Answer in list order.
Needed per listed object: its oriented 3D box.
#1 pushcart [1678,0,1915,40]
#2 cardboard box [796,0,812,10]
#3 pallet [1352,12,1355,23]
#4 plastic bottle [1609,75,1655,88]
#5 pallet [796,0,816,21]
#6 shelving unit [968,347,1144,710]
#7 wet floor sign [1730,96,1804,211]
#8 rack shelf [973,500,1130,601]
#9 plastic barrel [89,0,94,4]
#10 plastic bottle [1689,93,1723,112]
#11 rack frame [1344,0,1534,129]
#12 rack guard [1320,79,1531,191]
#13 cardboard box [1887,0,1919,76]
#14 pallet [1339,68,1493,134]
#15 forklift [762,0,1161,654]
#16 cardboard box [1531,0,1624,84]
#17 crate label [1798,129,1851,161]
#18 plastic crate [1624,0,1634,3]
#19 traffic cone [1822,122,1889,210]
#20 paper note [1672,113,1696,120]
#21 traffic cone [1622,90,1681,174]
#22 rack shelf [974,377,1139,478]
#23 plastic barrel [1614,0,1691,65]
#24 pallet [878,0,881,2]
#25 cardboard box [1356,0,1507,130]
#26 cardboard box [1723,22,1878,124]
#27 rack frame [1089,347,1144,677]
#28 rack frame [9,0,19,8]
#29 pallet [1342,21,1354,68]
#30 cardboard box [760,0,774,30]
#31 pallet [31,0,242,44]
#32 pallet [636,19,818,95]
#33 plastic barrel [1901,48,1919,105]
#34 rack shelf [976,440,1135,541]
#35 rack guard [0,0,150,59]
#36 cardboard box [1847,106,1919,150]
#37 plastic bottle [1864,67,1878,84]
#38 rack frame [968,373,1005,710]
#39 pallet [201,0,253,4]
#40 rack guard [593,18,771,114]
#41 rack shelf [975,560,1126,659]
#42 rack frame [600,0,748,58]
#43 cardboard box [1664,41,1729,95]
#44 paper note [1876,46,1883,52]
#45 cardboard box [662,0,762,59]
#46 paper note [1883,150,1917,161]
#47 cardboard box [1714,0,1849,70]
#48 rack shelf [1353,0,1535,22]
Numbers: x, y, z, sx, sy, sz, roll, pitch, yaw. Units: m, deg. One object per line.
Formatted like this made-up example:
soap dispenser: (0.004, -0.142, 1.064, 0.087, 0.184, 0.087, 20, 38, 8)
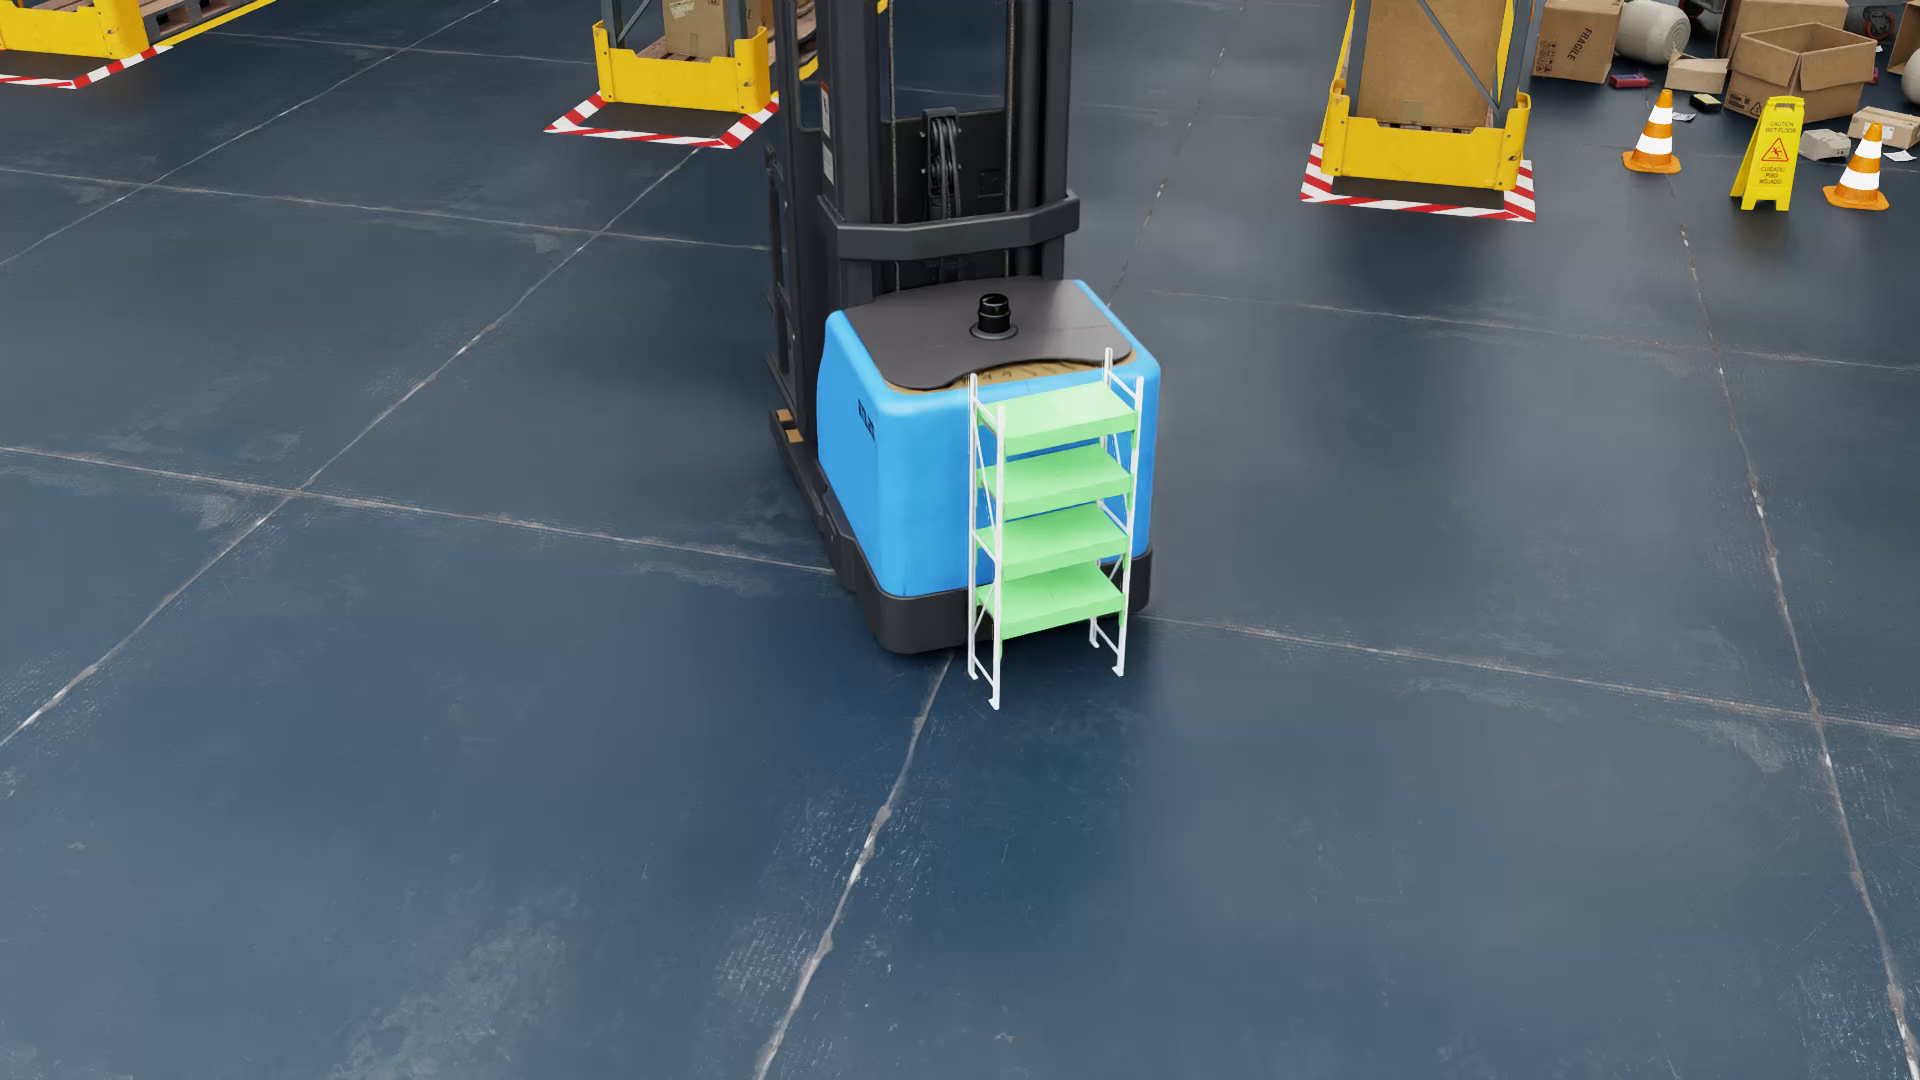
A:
pushcart: (6.459, -4.189, 12.988, 1.648, 0.377, 0.936, -3, 33, -4)
cardboard box: (-1.454, -4.366, 12.761, 0.500, 0.500, 0.500, 11, 34, 17)
pallet: (3.594, -4.072, 12.959, 1.003, 0.211, 1.213, 8, 33, 12)
plastic bottle: (4.783, -3.265, 11.828, 0.283, 0.061, 0.133, -3, 33, -4)
pallet: (-1.353, -4.195, 13.153, 1.003, 0.211, 1.213, 8, 33, 12)
shelving unit: (0.310, -0.022, 5.665, 0.503, 1.200, 0.258, -13, 35, -19)
wet floor sign: (4.756, -2.279, 9.733, 0.267, 0.644, 0.232, 3, 33, 4)
rack shelf: (0.310, 0.031, 5.699, 0.480, 0.148, 0.258, -13, 35, -19)
plastic barrel: (-6.622, -4.438, 12.863, 0.421, 0.512, 0.421, 0, 32, 0)
plastic bottle: (5.114, -3.015, 11.436, 0.133, 0.061, 0.283, -3, 33, -4)
rack frame: (2.848, -3.557, 9.549, 1.000, 3.000, 0.127, 8, 33, 12)
rack guard: (2.842, -2.490, 10.200, 1.175, 0.500, 0.348, 8, 33, 12)
cardboard box: (7.089, -3.587, 11.924, 0.500, 0.500, 0.500, -21, 38, -29)
pallet: (2.975, -2.806, 10.967, 1.003, 0.211, 1.213, 8, 33, 12)
forklift: (-0.214, -1.611, 6.552, 1.130, 2.935, 3.031, -10, 34, -15)
cardboard box: (4.462, -3.634, 11.998, 0.500, 0.500, 0.500, 14, 35, 21)
crate label: (5.502, -2.517, 10.582, 0.250, 0.136, 0.298, -8, 33, -13)
plastic crate: (5.086, -4.202, 13.131, 0.662, 0.188, 0.450, -28, 32, -37)
traffic cone: (5.363, -2.239, 9.840, 0.336, 0.463, 0.334, 8, 33, 12)
paper note: (4.877, -2.864, 11.229, 0.144, 0.017, 0.142, 20, 38, 29)
traffic cone: (4.356, -2.569, 10.359, 0.336, 0.463, 0.334, 8, 33, 12)
rack shelf: (0.311, -0.372, 5.439, 0.480, 0.148, 0.258, -13, 35, -19)
plastic barrel: (5.059, -3.748, 12.251, 0.421, 0.421, 0.512, -21, 38, -29)
pallet: (-1.045, -4.830, 14.152, 1.003, 0.211, 1.213, 8, 33, 12)
cardboard box: (2.956, -3.199, 10.574, 0.875, 0.875, 0.875, 8, 33, 13)
cardboard box: (5.658, -3.138, 11.218, 0.797, 0.503, 0.637, -14, 35, -21)
rack frame: (0.535, -0.073, 5.745, 0.015, 1.200, 0.240, -13, 35, -19)
rack frame: (-6.715, -4.959, 11.755, 1.000, 3.000, 0.127, 8, 33, 12)
pallet: (3.287, -3.437, 11.960, 1.003, 0.211, 1.213, 8, 33, 12)
cardboard box: (-1.631, -4.044, 12.254, 0.500, 0.500, 0.500, 17, 36, 25)
pallet: (-6.530, -4.249, 13.237, 1.003, 0.211, 1.213, 8, 33, 12)
pallet: (-1.664, -3.564, 12.160, 1.003, 0.211, 1.213, 8, 33, 12)
plastic barrel: (6.721, -3.126, 11.273, 0.421, 0.421, 0.512, -21, 38, -29)
rack shelf: (0.310, -0.170, 5.569, 0.480, 0.148, 0.258, -13, 35, -19)
rack guard: (-6.741, -3.950, 12.498, 1.175, 0.500, 0.348, 8, 33, 12)
cardboard box: (6.040, -2.687, 10.839, 0.380, 0.149, 0.250, 28, 42, 36)
plastic bottle: (6.535, -3.357, 11.974, 0.133, 0.061, 0.283, 14, 35, 21)
rack frame: (0.085, 0.029, 5.585, 0.015, 1.200, 0.240, -13, 35, -19)
pallet: (-6.218, -4.880, 14.230, 1.003, 0.211, 1.213, 8, 33, 12)
rack guard: (-1.905, -3.269, 11.427, 1.175, 0.500, 0.348, 8, 33, 12)
rack shelf: (0.309, 0.233, 5.830, 0.480, 0.148, 0.258, -13, 35, -19)
rack frame: (-1.924, -4.285, 10.694, 1.000, 3.000, 0.127, 8, 33, 12)
cardboard box: (5.208, -3.336, 11.751, 0.396, 0.266, 0.258, 14, 35, 21)
paper note: (6.892, -3.716, 12.566, 0.148, 0.019, 0.142, 8, 33, 12)
cardboard box: (-1.749, -3.729, 11.758, 0.500, 0.500, 0.500, 14, 35, 21)
paper note: (5.976, -2.444, 10.566, 0.148, 0.019, 0.142, -3, 33, -4)
cardboard box: (5.888, -3.682, 11.946, 0.797, 0.637, 0.503, 8, 33, 12)
rack shelf: (3.355, -4.291, 11.375, 1.077, 0.370, 4.000, 8, 33, 12)
